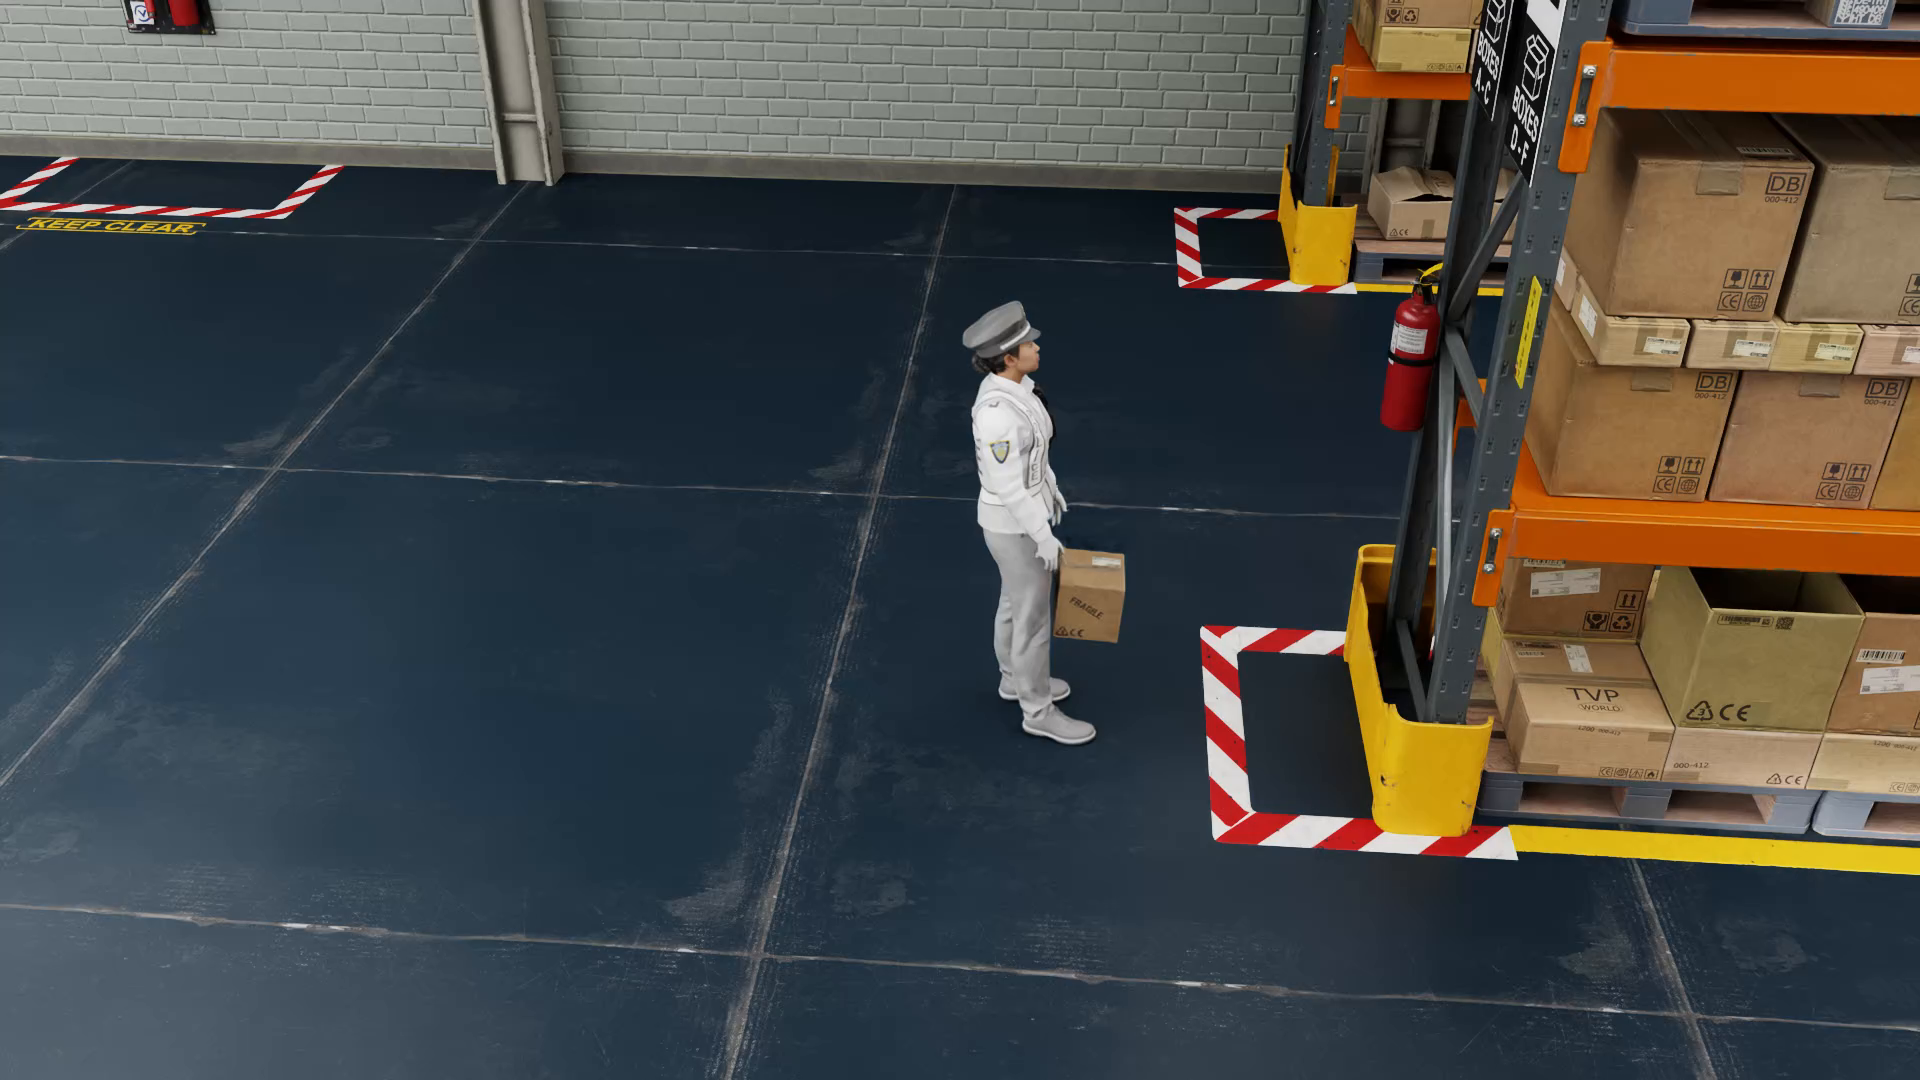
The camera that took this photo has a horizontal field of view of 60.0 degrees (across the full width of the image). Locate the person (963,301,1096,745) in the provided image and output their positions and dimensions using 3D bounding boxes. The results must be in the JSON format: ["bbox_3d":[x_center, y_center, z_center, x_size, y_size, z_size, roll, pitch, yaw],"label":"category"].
[{"bbox_3d":[0.275,-0.079,6.213,0.542,1.697,0.558,3,32,4],"label":"person"}]
